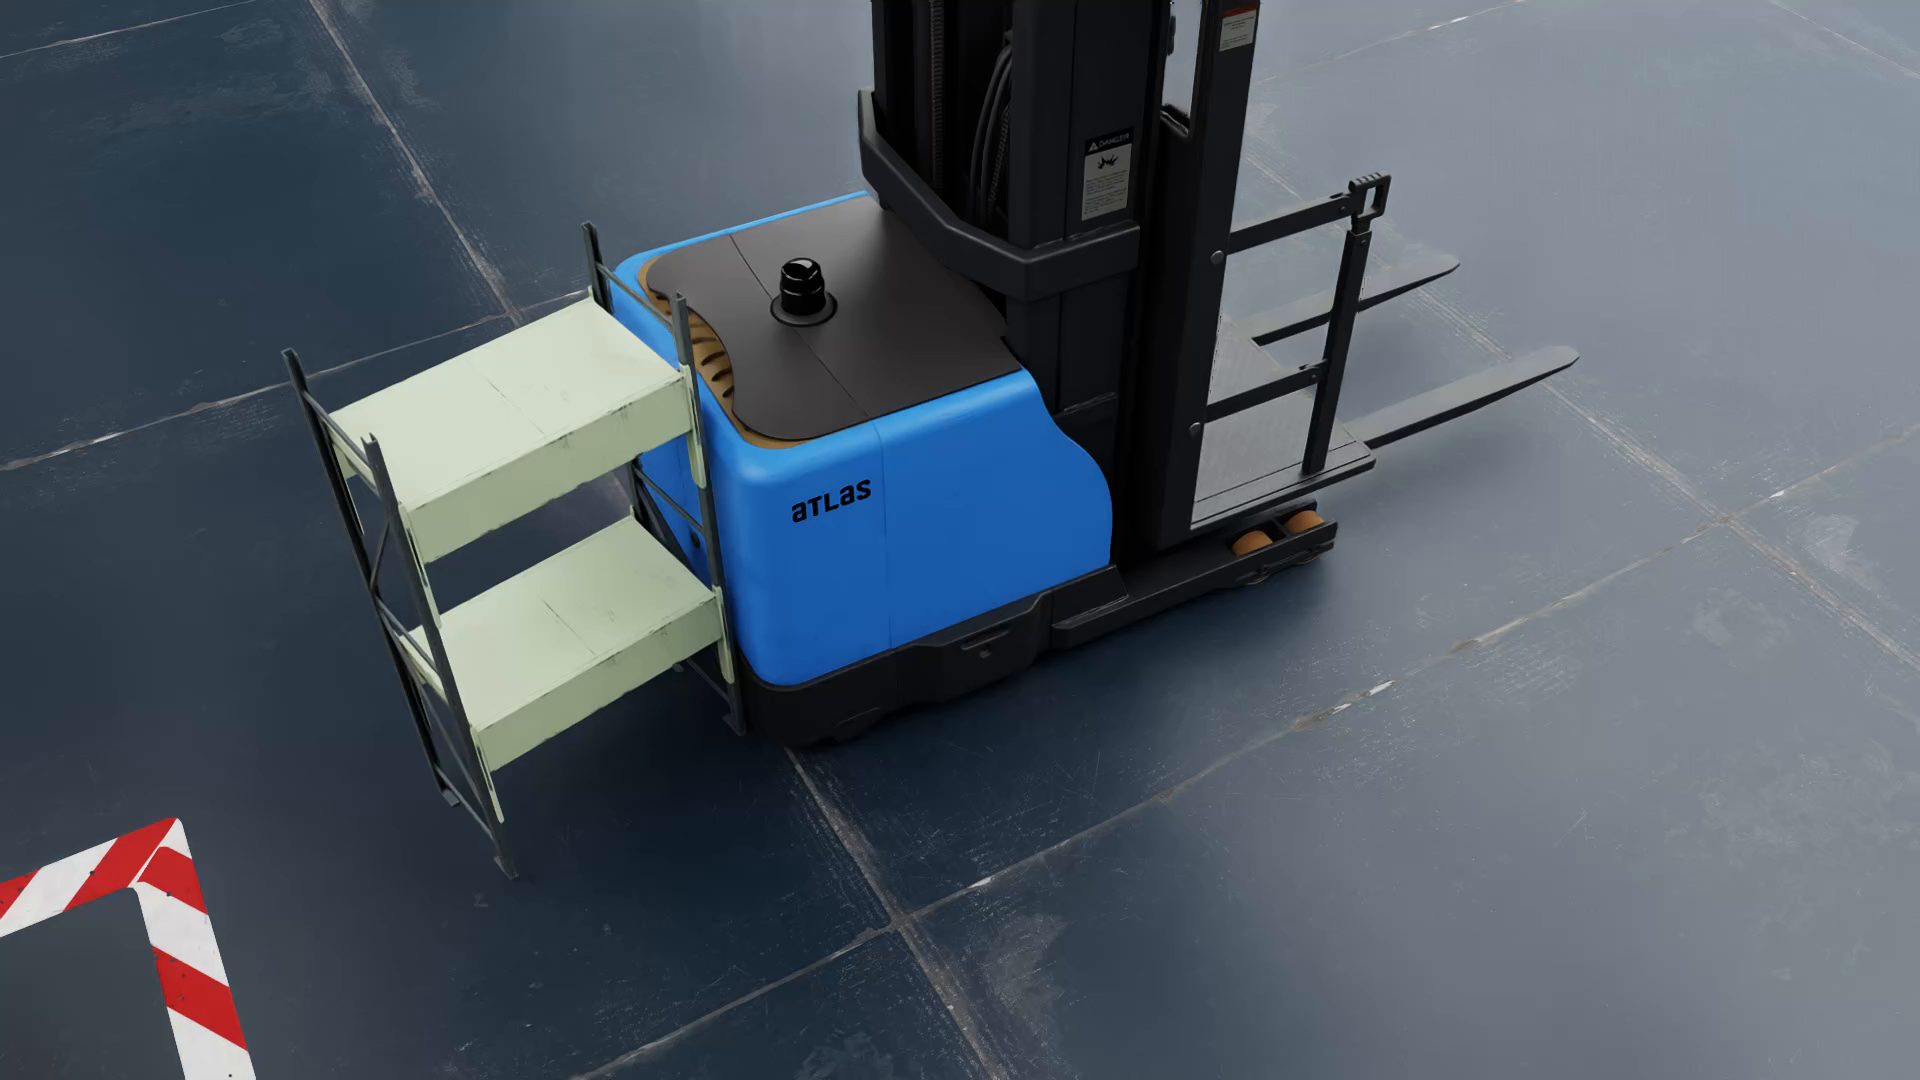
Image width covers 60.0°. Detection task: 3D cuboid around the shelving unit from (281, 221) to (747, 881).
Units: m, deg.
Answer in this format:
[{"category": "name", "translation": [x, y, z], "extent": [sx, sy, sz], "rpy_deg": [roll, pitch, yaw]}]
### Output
[{"category": "shelving unit", "translation": [-1.017, 0.074, 4.097], "extent": [0.755, 1.500, 0.431], "rpy_deg": [-31, 52, -28]}]

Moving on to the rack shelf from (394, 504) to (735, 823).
[{"category": "rack shelf", "translation": [-1.017, 0.308, 4.324], "extent": [0.720, 0.370, 0.431], "rpy_deg": [-31, 52, -28]}]

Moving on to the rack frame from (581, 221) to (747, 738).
[{"category": "rack frame", "translation": [-0.740, -0.093, 4.269], "extent": [0.023, 1.500, 0.400], "rpy_deg": [-31, 52, -28]}]

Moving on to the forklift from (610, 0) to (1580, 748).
[{"category": "forklift", "translation": [0.585, -1.221, 4.403], "extent": [3.031, 2.935, 1.130], "rpy_deg": [-20, 48, -20]}]

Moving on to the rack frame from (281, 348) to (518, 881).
[{"category": "rack frame", "translation": [-1.293, 0.241, 3.925], "extent": [0.023, 1.500, 0.400], "rpy_deg": [-31, 52, -28]}]

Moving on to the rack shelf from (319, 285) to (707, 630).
[{"category": "rack shelf", "translation": [-1.017, -0.206, 3.825], "extent": [0.720, 0.370, 0.431], "rpy_deg": [-31, 52, -28]}]
